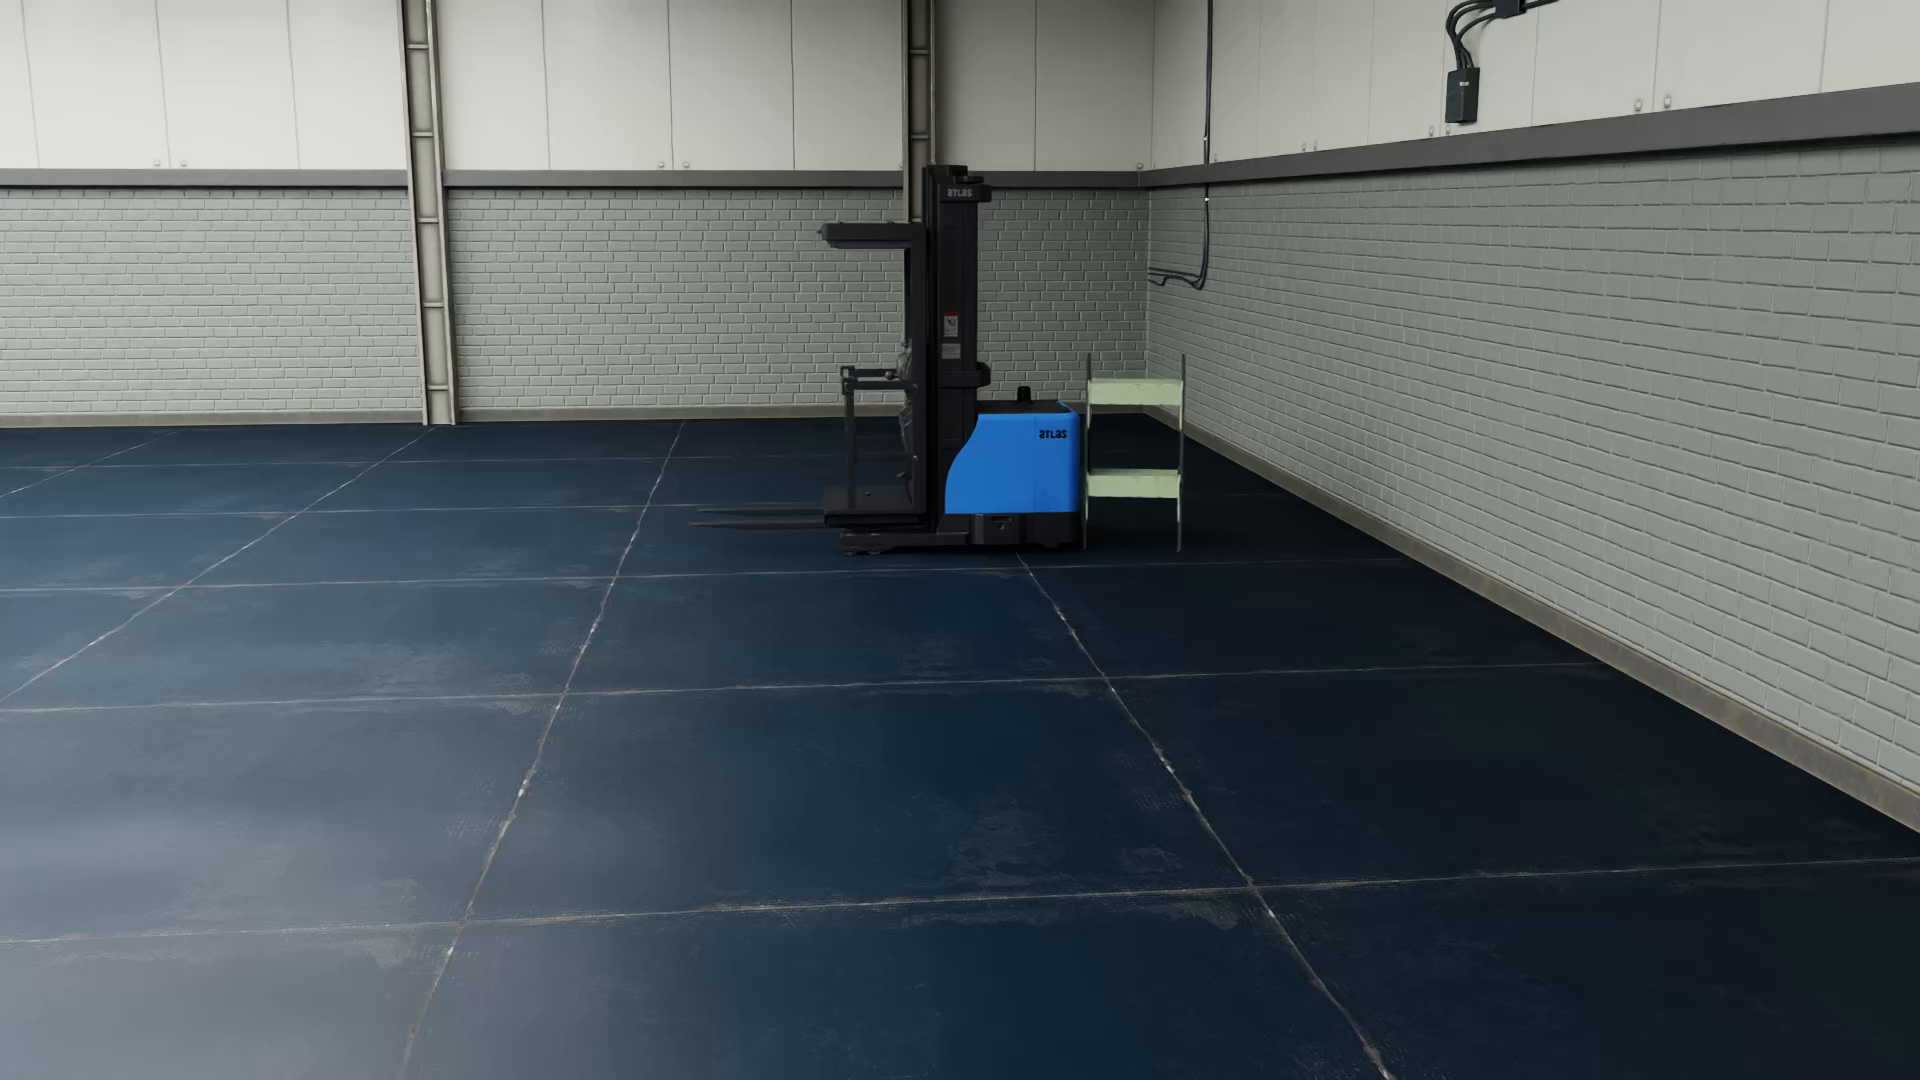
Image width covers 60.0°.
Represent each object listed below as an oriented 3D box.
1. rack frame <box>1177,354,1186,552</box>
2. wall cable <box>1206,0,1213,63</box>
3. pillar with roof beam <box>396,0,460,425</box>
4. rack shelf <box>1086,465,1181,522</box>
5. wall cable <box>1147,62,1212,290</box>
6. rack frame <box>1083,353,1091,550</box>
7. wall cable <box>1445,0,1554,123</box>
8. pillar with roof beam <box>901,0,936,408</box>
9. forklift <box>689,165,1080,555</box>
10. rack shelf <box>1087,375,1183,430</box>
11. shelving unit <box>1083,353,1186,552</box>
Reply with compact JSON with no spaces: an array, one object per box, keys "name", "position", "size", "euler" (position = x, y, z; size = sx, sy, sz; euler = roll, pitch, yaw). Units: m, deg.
[{"name":"rack frame","position":[1.725,-0.682,12.947],"size":[0.023,1.500,0.400],"euler":[1,11,7]},{"name":"wall cable","position":[2.850,-6.243,16.751],"size":[0.112,2.526,3.097],"euler":[-1,11,-6]},{"name":"pillar with roof beam","position":[-6.014,-5.049,15.720],"size":[0.400,9.000,9.100],"euler":[-1,11,-6]},{"name":"rack shelf","position":[1.362,-0.370,13.052],"size":[0.720,0.370,0.431],"euler":[1,11,7]},{"name":"wall cable","position":[2.558,-4.283,19.877],"size":[0.112,2.526,3.097],"euler":[-1,11,-6]},{"name":"rack frame","position":[0.998,-0.698,13.032],"size":[0.023,1.500,0.400],"euler":[1,11,7]},{"name":"wall cable","position":[3.567,-5.655,9.987],"size":[0.169,6.003,2.305],"euler":[-1,11,-6]},{"name":"pillar with roof beam","position":[-0.049,-5.174,16.356],"size":[0.400,9.000,9.100],"euler":[-1,11,-6]},{"name":"forklift","position":[-0.607,-1.425,13.020],"size":[3.031,2.935,1.130],"euler":[-1,11,-5]},{"name":"rack shelf","position":[1.362,-1.073,12.914],"size":[0.720,0.370,0.431],"euler":[1,11,7]},{"name":"shelving unit","position":[1.362,-0.690,12.989],"size":[0.755,1.500,0.431],"euler":[1,11,7]}]
